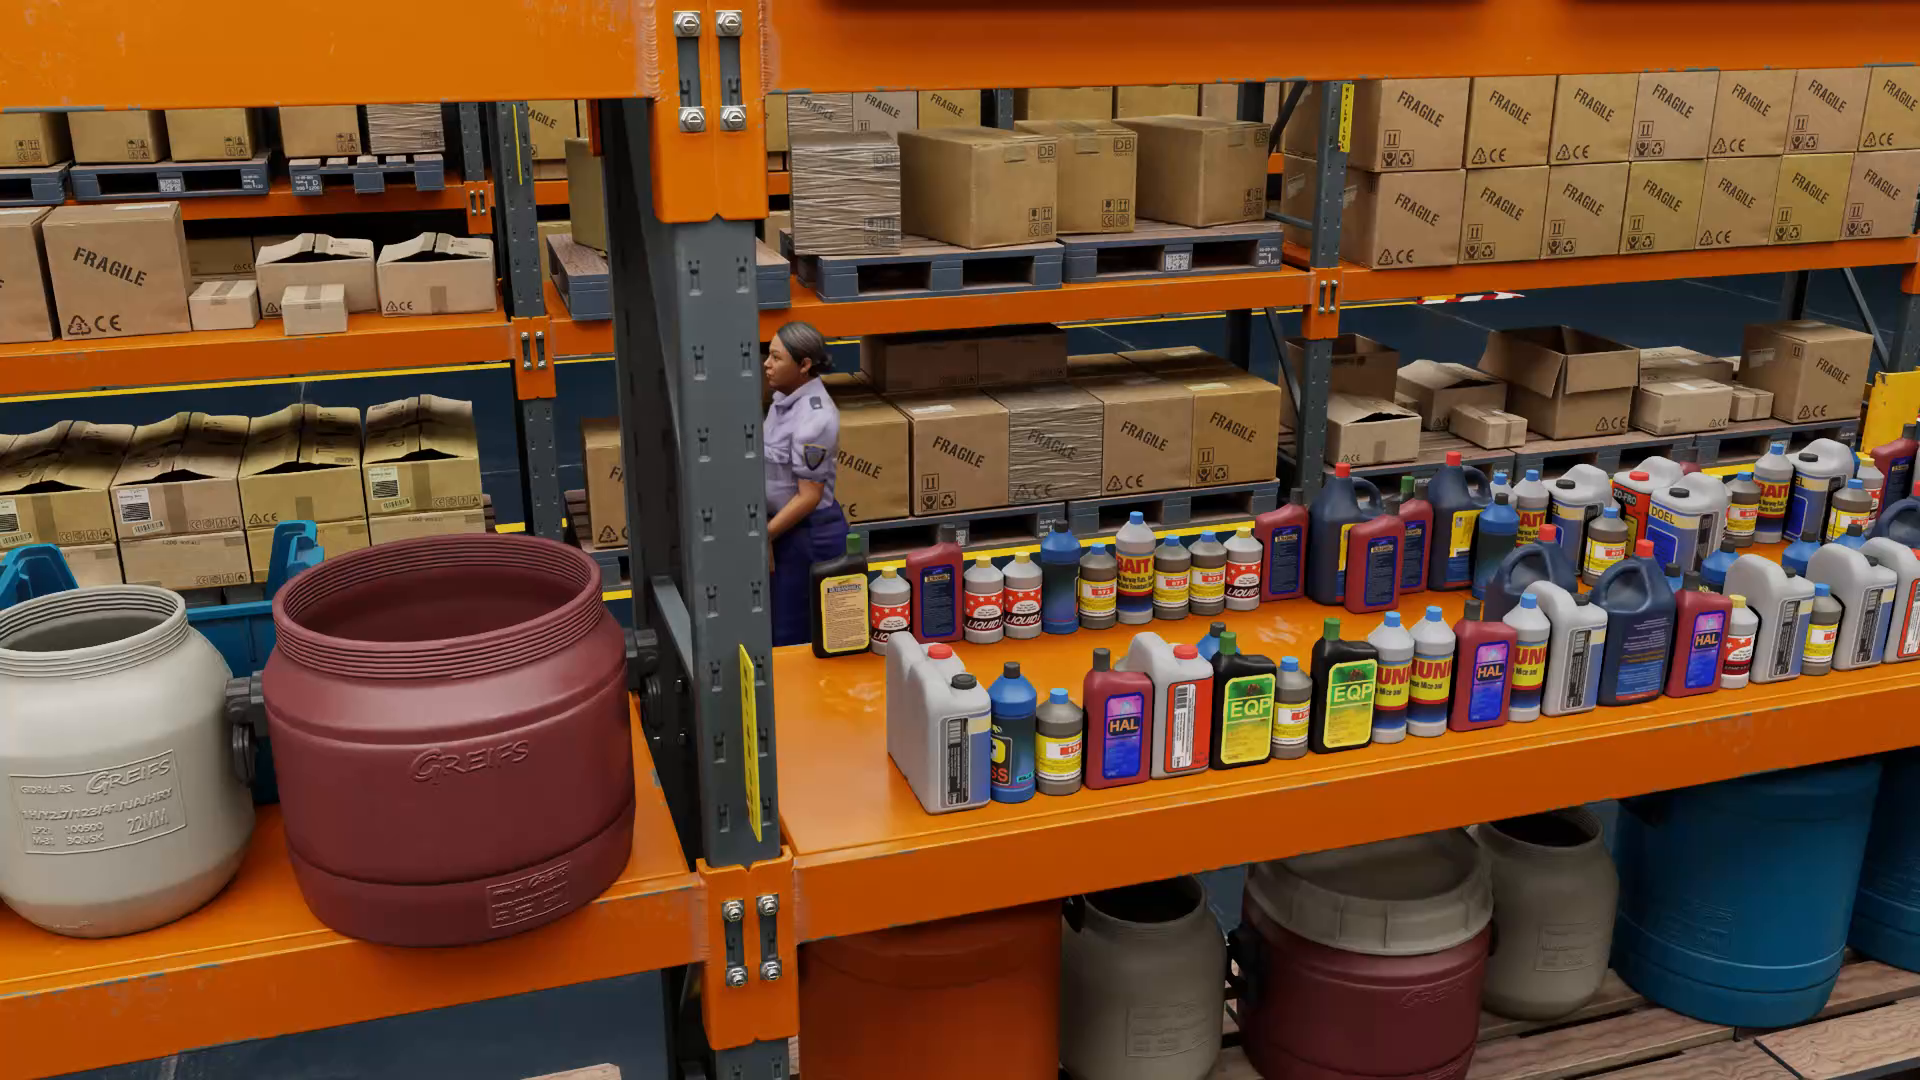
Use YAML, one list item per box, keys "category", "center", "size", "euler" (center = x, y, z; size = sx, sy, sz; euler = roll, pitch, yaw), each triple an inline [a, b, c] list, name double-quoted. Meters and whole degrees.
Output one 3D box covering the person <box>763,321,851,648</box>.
- category: "person"
  center: [-0.632, 0.031, 5.986]
  size: [0.476, 1.654, 0.487]
  euler: [-6, 20, -18]
